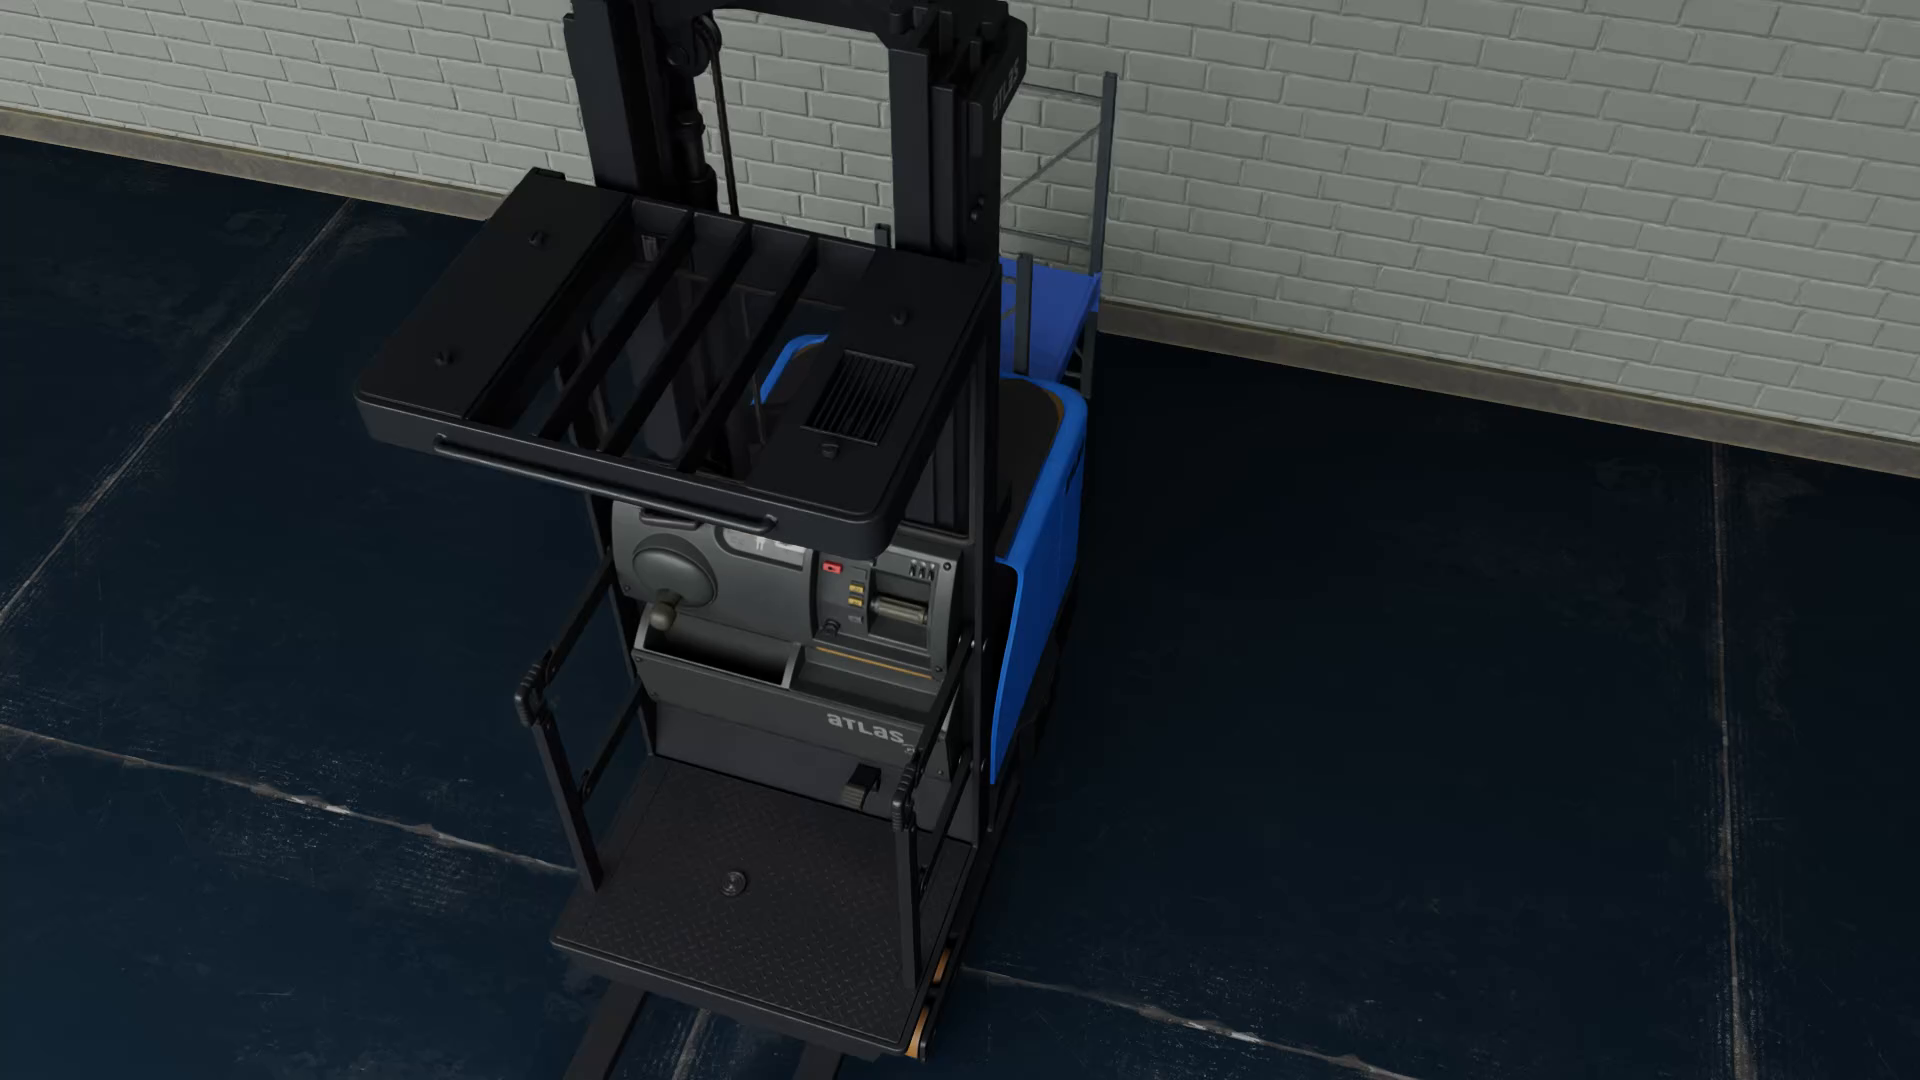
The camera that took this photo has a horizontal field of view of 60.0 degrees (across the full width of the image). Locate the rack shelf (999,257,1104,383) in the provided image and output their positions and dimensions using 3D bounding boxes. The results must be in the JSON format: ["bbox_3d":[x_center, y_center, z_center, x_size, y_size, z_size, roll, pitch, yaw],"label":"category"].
[{"bbox_3d":[0.136,-0.654,6.066,0.538,0.185,1.000,14,50,12],"label":"rack shelf"}]

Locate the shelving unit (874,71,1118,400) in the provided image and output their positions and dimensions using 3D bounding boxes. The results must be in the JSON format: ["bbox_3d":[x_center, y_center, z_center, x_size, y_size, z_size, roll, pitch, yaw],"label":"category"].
[{"bbox_3d":[0.136,-0.773,5.932,0.538,1.500,1.048,14,50,12],"label":"shelving unit"}]

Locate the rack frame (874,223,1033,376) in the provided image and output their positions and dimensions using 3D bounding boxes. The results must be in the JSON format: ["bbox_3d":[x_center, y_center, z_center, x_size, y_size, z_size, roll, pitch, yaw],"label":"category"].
[{"bbox_3d":[-0.021,-0.410,5.612,0.500,1.500,0.032,14,50,12],"label":"rack frame"}]

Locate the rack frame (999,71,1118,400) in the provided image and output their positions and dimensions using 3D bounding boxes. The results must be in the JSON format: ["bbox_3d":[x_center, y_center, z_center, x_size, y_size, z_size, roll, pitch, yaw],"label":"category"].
[{"bbox_3d":[0.293,-1.135,6.252,0.500,1.500,0.032,14,50,12],"label":"rack frame"}]

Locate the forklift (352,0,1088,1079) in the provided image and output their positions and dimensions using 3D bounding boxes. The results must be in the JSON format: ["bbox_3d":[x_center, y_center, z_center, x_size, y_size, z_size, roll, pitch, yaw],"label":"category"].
[{"bbox_3d":[-0.521,0.202,4.117,1.130,2.935,3.031,14,50,12],"label":"forklift"}]
